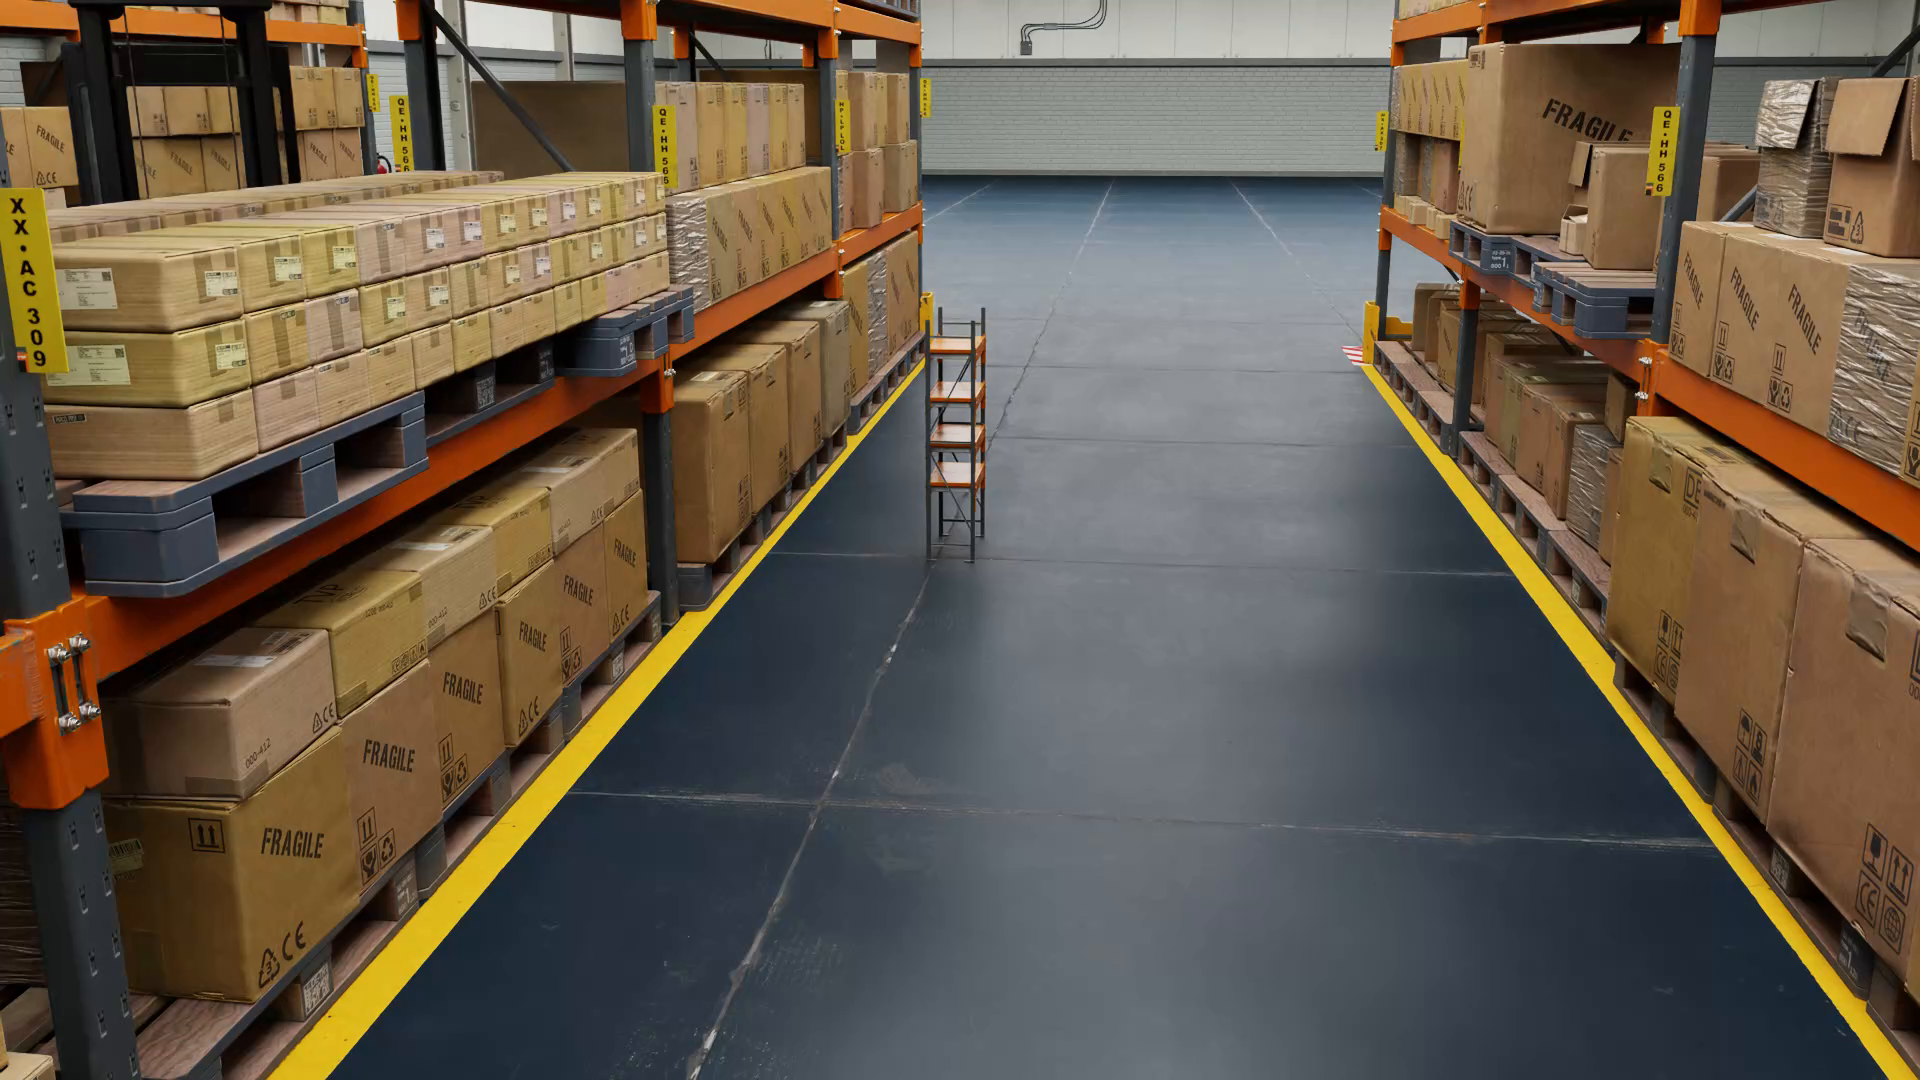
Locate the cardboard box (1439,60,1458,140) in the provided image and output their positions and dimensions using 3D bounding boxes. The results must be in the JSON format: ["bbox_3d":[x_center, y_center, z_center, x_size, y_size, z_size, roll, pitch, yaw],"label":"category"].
[{"bbox_3d":[3.459,-2.887,10.914,0.500,0.500,0.500,2,15,6],"label":"cardboard box"}]

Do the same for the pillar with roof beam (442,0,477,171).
[{"bbox_3d":[-5.367,-10.716,31.051,9.100,9.000,0.400,2,15,6],"label":"pillar with roof beam"}]

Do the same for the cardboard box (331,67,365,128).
[{"bbox_3d":[-5.609,-3.822,14.375,0.700,0.500,0.500,1,15,5],"label":"cardboard box"}]

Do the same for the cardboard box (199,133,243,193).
[{"bbox_3d":[-5.790,-2.808,12.538,0.500,0.500,0.500,2,15,6],"label":"cardboard box"}]

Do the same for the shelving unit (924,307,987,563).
[{"bbox_3d":[-0.019,-0.536,8.347,0.258,1.200,0.503,2,15,6],"label":"shelving unit"}]

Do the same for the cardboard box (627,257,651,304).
[{"bbox_3d":[-1.370,-0.968,6.172,0.380,0.149,0.250,2,15,6],"label":"cardboard box"}]

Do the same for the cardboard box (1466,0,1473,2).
[{"bbox_3d":[3.419,-3.459,10.248,0.500,0.250,0.500,2,15,8],"label":"cardboard box"}]

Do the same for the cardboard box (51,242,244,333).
[{"bbox_3d":[-1.692,-0.512,3.347,0.380,0.149,0.250,2,15,9],"label":"cardboard box"}]

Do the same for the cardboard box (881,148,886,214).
[{"bbox_3d":[-1.064,-2.857,13.195,0.875,0.550,0.550,2,15,6],"label":"cardboard box"}]

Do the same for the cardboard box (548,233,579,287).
[{"bbox_3d":[-1.460,-0.909,5.384,0.380,0.149,0.250,2,15,6],"label":"cardboard box"}]

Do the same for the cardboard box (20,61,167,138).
[{"bbox_3d":[-5.955,-3.032,11.450,0.700,0.500,0.500,2,15,6],"label":"cardboard box"}]

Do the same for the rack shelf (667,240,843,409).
[{"bbox_3d":[-1.516,-1.264,8.968,1.077,0.370,4.000,2,15,6],"label":"rack shelf"}]

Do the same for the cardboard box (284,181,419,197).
[{"bbox_3d":[-2.077,-1.145,5.687,0.380,0.149,0.250,1,15,4],"label":"cardboard box"}]

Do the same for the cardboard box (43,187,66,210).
[{"bbox_3d":[-6.004,-2.189,10.689,0.380,0.149,0.250,2,15,7],"label":"cardboard box"}]

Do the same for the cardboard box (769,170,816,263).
[{"bbox_3d":[-1.141,-1.904,9.765,0.500,0.500,0.500,2,15,6],"label":"cardboard box"}]

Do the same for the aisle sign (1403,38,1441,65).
[{"bbox_3d":[3.787,-4.275,13.744,0.394,0.787,0.004,2,15,6],"label":"aisle sign"}]

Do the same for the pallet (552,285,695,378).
[{"bbox_3d":[-1.716,-0.812,6.285,1.213,0.211,1.003,2,15,6],"label":"pallet"}]

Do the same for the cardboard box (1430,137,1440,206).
[{"bbox_3d":[3.884,-2.654,11.969,0.875,0.500,0.500,2,15,6],"label":"cardboard box"}]

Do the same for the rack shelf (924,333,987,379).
[{"bbox_3d":[-0.019,-0.916,8.244,0.258,0.148,0.480,2,15,6],"label":"rack shelf"}]

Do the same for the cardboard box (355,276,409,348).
[{"bbox_3d":[-1.607,-0.570,4.131,0.380,0.149,0.250,1,15,4],"label":"cardboard box"}]

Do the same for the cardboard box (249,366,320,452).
[{"bbox_3d":[-1.666,-0.297,3.691,0.380,0.149,0.250,2,15,7],"label":"cardboard box"}]

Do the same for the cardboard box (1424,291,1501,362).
[{"bbox_3d":[3.957,-1.673,13.089,0.500,0.500,0.500,6,16,21],"label":"cardboard box"}]

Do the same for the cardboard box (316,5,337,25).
[{"bbox_3d":[-5.527,-4.447,14.097,0.380,0.149,0.250,2,15,7],"label":"cardboard box"}]

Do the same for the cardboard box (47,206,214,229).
[{"bbox_3d":[-2.220,-0.802,4.418,0.380,0.149,0.250,1,15,4],"label":"cardboard box"}]

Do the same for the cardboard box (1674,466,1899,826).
[{"bbox_3d":[2.968,0.312,5.027,1.225,0.875,0.875,2,15,6],"label":"cardboard box"}]

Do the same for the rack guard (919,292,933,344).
[{"bbox_3d":[-0.836,-1.967,14.978,1.175,0.500,0.348,2,15,6],"label":"rack guard"}]

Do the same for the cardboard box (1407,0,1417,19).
[{"bbox_3d":[3.715,-4.119,12.690,0.500,0.250,0.500,1,15,5],"label":"cardboard box"}]

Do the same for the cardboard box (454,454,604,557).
[{"bbox_3d":[-1.604,-0.134,5.959,0.500,0.250,0.500,2,15,7],"label":"cardboard box"}]

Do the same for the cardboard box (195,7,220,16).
[{"bbox_3d":[-5.709,-3.982,12.375,0.380,0.149,0.250,1,15,5],"label":"cardboard box"}]

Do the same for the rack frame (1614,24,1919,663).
[{"bbox_3d":[3.175,-0.920,6.318,1.000,3.000,0.127,2,15,6],"label":"rack frame"}]

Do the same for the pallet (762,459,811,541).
[{"bbox_3d":[-1.438,-0.264,9.234,1.003,0.211,1.213,2,15,6],"label":"pallet"}]

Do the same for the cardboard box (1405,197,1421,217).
[{"bbox_3d":[3.711,-2.613,13.059,0.380,0.149,0.250,2,15,6],"label":"cardboard box"}]

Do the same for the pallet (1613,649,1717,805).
[{"bbox_3d":[3.011,0.628,5.934,1.003,0.211,1.213,2,15,6],"label":"pallet"}]

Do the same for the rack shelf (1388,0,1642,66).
[{"bbox_3d":[3.852,-3.577,11.775,1.077,0.370,4.000,2,15,6],"label":"rack shelf"}]

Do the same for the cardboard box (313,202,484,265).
[{"bbox_3d":[-1.547,-0.848,4.587,0.380,0.149,0.250,2,15,8],"label":"cardboard box"}]

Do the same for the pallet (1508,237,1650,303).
[{"bbox_3d":[3.358,-1.342,8.246,1.003,0.211,1.213,2,15,6],"label":"pallet"}]

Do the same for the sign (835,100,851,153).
[{"bbox_3d":[-0.750,-2.637,10.601,0.100,0.325,0.005,2,15,6],"label":"sign"}]

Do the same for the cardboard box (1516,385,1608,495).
[{"bbox_3d":[3.401,-0.536,8.845,0.700,0.500,0.500,0,15,1],"label":"cardboard box"}]

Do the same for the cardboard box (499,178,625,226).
[{"bbox_3d":[-1.402,-1.187,5.844,0.380,0.149,0.250,2,15,8],"label":"cardboard box"}]

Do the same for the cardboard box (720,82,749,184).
[{"bbox_3d":[-1.512,-2.136,8.709,0.700,0.500,0.500,2,15,6],"label":"cardboard box"}]

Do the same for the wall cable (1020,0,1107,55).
[{"bbox_3d":[2.787,-16.038,44.219,2.305,6.003,0.169,2,15,6],"label":"wall cable"}]

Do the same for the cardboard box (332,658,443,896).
[{"bbox_3d":[-1.788,0.628,4.578,0.500,0.500,0.500,2,15,9],"label":"cardboard box"}]

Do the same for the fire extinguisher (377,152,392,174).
[{"bbox_3d":[-5.298,-3.266,15.141,0.296,0.674,0.183,2,15,6],"label":"fire extinguisher"}]

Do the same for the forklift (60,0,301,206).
[{"bbox_3d":[-4.220,-1.669,9.219,1.130,2.935,3.031,-7,17,-24],"label":"forklift"}]

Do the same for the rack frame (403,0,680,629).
[{"bbox_3d":[-1.742,-1.092,6.955,1.000,3.000,0.127,2,15,6],"label":"rack frame"}]

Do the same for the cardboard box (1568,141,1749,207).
[{"bbox_3d":[3.523,-1.758,8.414,0.797,0.503,0.637,3,15,12],"label":"cardboard box"}]

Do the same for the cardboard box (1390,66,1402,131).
[{"bbox_3d":[3.745,-3.535,13.311,0.500,0.500,0.500,2,15,6],"label":"cardboard box"}]

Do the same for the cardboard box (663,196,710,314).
[{"bbox_3d":[-1.423,-1.249,7.343,0.500,0.500,0.500,2,15,7],"label":"cardboard box"}]

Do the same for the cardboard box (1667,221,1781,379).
[{"bbox_3d":[2.850,-0.850,5.869,0.500,0.500,0.500,2,15,8],"label":"cardboard box"}]

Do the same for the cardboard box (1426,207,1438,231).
[{"bbox_3d":[3.543,-2.289,11.863,0.380,0.149,0.250,2,15,6],"label":"cardboard box"}]

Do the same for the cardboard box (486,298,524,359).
[{"bbox_3d":[-1.518,-0.629,4.919,0.380,0.149,0.250,1,15,4],"label":"cardboard box"}]

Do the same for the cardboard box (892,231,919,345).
[{"bbox_3d":[-0.850,-2.166,14.194,0.875,0.875,0.875,2,15,7],"label":"cardboard box"}]

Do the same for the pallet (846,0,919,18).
[{"bbox_3d":[-0.912,-4.380,13.536,1.003,0.211,1.213,2,15,6],"label":"pallet"}]

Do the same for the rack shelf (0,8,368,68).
[{"bbox_3d":[-5.994,-3.869,12.855,1.077,0.370,4.000,2,15,6],"label":"rack shelf"}]

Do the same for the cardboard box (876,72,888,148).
[{"bbox_3d":[-1.018,-3.238,12.534,0.875,0.550,0.500,2,15,6],"label":"cardboard box"}]

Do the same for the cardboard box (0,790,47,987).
[{"bbox_3d":[-2.360,0.750,4.127,0.500,0.500,0.500,1,15,5],"label":"cardboard box"}]
